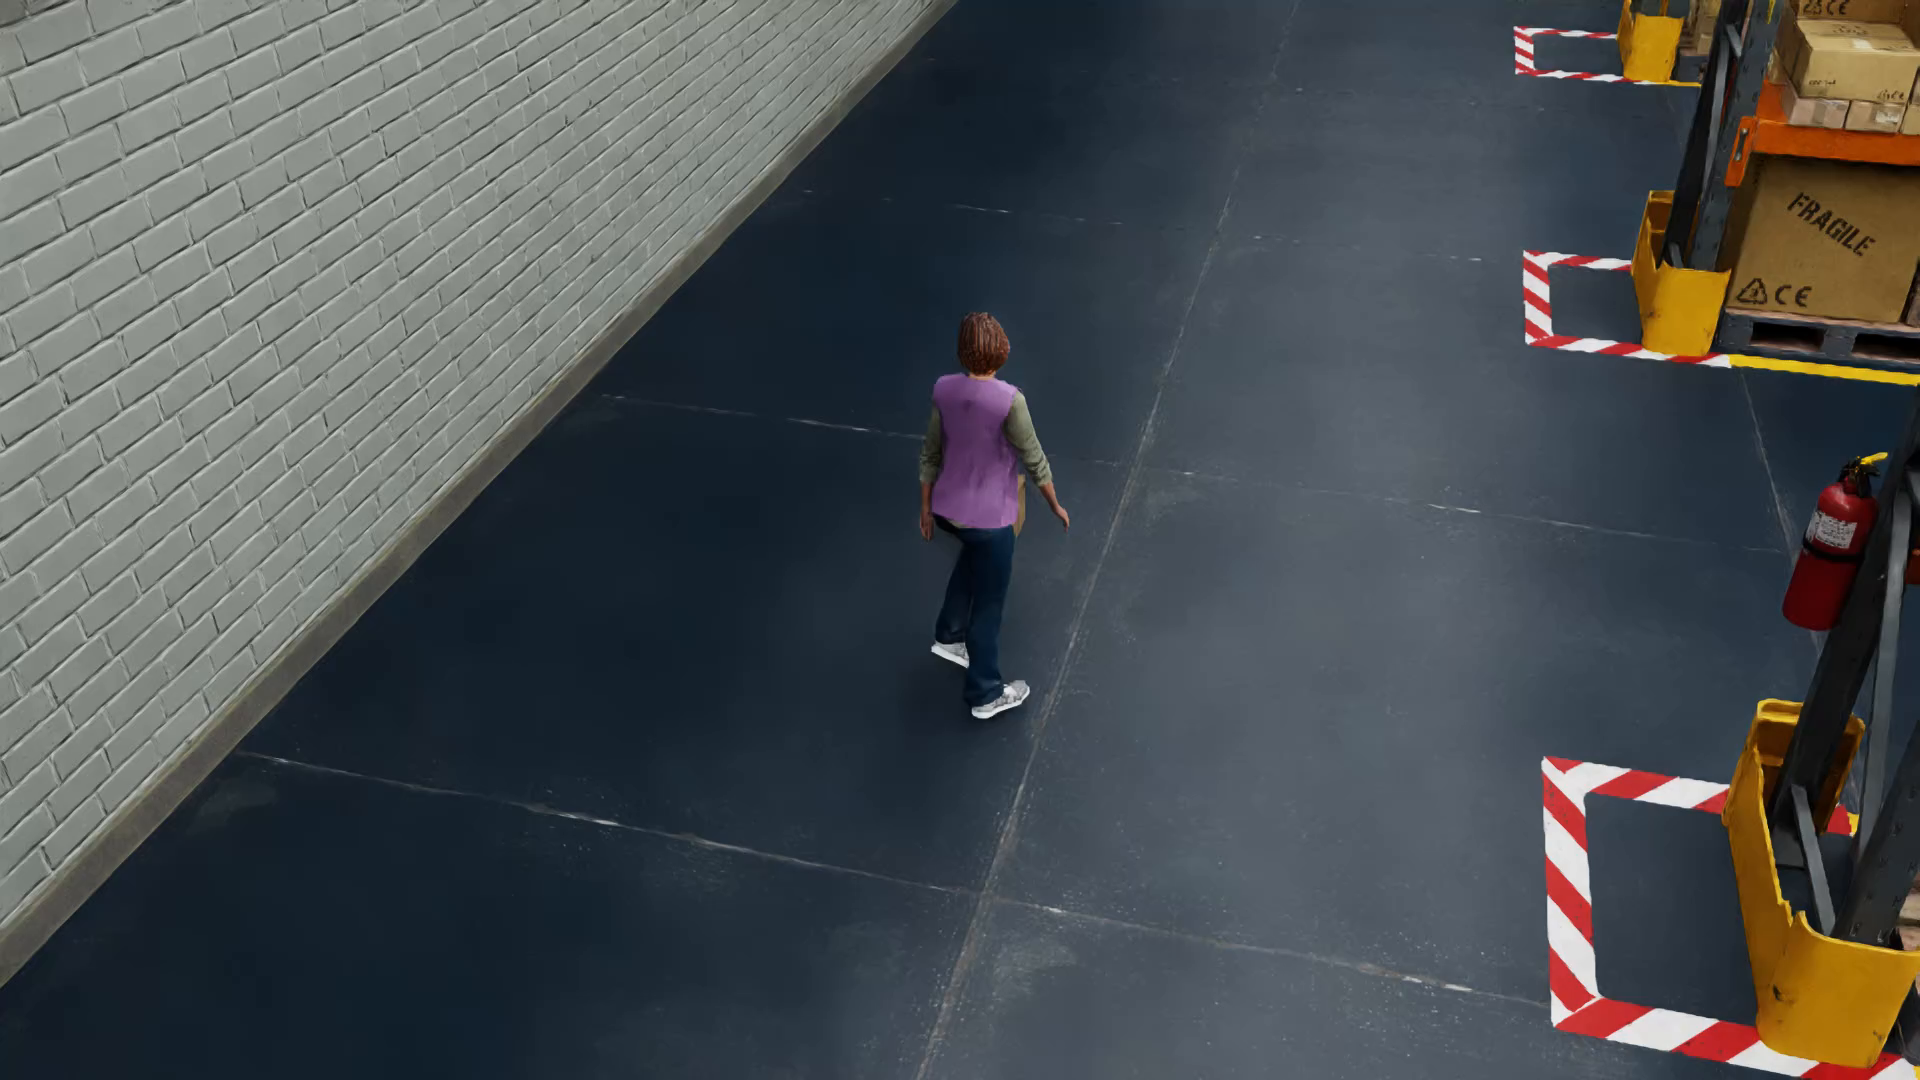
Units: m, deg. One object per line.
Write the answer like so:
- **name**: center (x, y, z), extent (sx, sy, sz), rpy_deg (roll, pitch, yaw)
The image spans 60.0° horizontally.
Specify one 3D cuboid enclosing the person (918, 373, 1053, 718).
- **person**: center (0.075, -0.008, 6.349), extent (0.484, 1.353, 0.465), rpy_deg (25, 40, 32)
